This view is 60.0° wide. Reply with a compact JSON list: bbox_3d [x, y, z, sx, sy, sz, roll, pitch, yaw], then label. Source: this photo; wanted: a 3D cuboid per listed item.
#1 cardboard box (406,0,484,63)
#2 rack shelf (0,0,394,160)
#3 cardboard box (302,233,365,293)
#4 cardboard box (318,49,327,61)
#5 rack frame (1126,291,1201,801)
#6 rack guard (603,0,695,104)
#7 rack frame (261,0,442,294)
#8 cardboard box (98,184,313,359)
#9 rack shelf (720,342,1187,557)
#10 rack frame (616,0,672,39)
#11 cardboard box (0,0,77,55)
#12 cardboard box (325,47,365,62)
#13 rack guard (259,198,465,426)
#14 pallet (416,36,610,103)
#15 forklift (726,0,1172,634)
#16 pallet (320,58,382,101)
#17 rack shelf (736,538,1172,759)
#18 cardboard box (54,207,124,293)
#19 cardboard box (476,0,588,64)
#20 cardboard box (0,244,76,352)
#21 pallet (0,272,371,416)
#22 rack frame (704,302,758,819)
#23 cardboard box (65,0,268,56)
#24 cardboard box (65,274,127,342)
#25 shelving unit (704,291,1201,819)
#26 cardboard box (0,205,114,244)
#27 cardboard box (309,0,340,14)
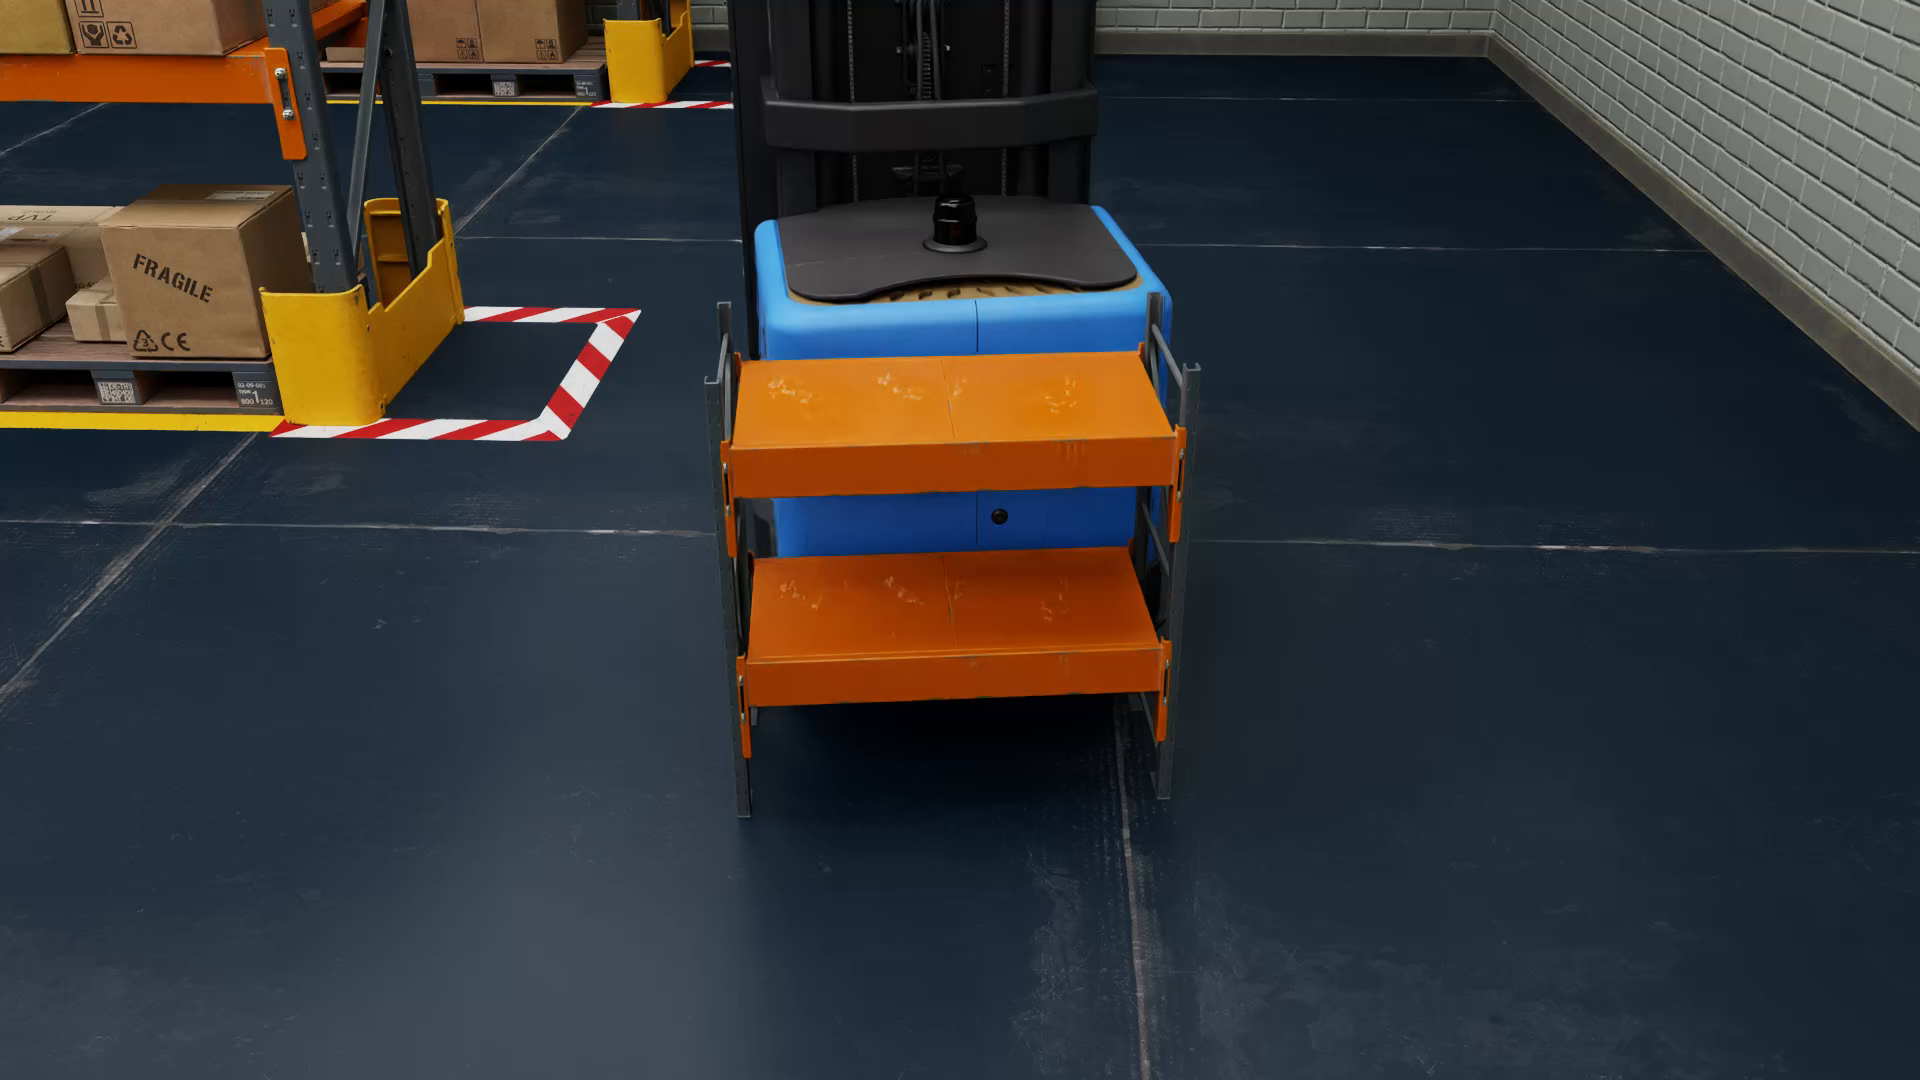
[{"bbox_3d":[-3.232,-3.384,10.652,0.500,0.500,0.700,1,28,2],"label":"cardboard box"},{"bbox_3d":[-4.199,-1.727,6.073,4.000,0.370,1.077,1,28,2],"label":"rack shelf"},{"bbox_3d":[-2.606,-1.114,6.723,0.250,0.149,0.380,1,28,2],"label":"cardboard box"},{"bbox_3d":[-4.268,-3.398,10.678,0.500,0.500,0.700,2,28,3],"label":"cardboard box"},{"bbox_3d":[0.479,0.021,4.009,0.032,1.125,0.500,-2,28,-4],"label":"rack frame"},{"bbox_3d":[-2.005,-3.226,10.801,0.348,0.500,1.175,1,28,2],"label":"rack guard"},{"bbox_3d":[-2.200,-2.012,5.842,0.127,3.000,1.000,1,28,2],"label":"rack frame"},{"bbox_3d":[-2.752,-0.995,6.124,0.500,0.500,0.500,1,28,2],"label":"cardboard box"},{"bbox_3d":[-0.028,-0.221,3.840,1.000,0.278,0.538,-2,28,-4],"label":"rack shelf"},{"bbox_3d":[-2.029,-4.330,10.216,0.127,3.000,1.000,1,28,2],"label":"rack frame"},{"bbox_3d":[-3.176,-1.943,5.605,0.500,0.500,0.500,1,28,2],"label":"cardboard box"},{"bbox_3d":[-3.734,-3.392,10.668,0.500,0.500,0.700,0,28,0],"label":"cardboard box"},{"bbox_3d":[-2.276,-0.908,6.430,0.348,0.500,1.175,1,28,2],"label":"rack guard"},{"bbox_3d":[-2.831,-3.075,10.825,1.213,0.211,1.003,1,28,2],"label":"pallet"},{"bbox_3d":[-0.178,-1.607,5.153,1.130,2.935,3.031,-4,28,-7],"label":"forklift"},{"bbox_3d":[-4.047,-3.096,10.866,1.213,0.211,1.003,1,28,2],"label":"pallet"},{"bbox_3d":[-0.028,0.254,4.092,1.000,0.278,0.538,-2,28,-4],"label":"rack shelf"},{"bbox_3d":[-3.233,-1.141,6.666,0.500,0.250,0.500,1,28,2],"label":"cardboard box"},{"bbox_3d":[-2.732,-3.376,10.637,0.500,0.500,0.700,1,28,2],"label":"cardboard box"},{"bbox_3d":[-3.700,-0.915,6.239,0.500,0.250,0.500,1,28,2],"label":"cardboard box"},{"bbox_3d":[-3.072,-0.793,6.522,1.213,0.211,1.003,1,28,2],"label":"pallet"},{"bbox_3d":[-0.535,0.055,3.946,0.032,1.125,0.500,-2,28,-4],"label":"rack frame"},{"bbox_3d":[-2.657,-1.936,5.592,0.500,0.500,0.500,2,28,3],"label":"cardboard box"},{"bbox_3d":[-3.153,-0.897,6.294,0.250,0.166,0.380,1,28,2],"label":"cardboard box"},{"bbox_3d":[-0.028,0.038,3.978,1.048,1.125,0.538,-2,28,-4],"label":"shelving unit"},{"bbox_3d":[-3.733,-1.149,6.682,0.500,0.250,0.500,1,28,2],"label":"cardboard box"},{"bbox_3d":[-2.634,-2.187,6.065,0.500,0.500,0.500,2,28,3],"label":"cardboard box"}]
